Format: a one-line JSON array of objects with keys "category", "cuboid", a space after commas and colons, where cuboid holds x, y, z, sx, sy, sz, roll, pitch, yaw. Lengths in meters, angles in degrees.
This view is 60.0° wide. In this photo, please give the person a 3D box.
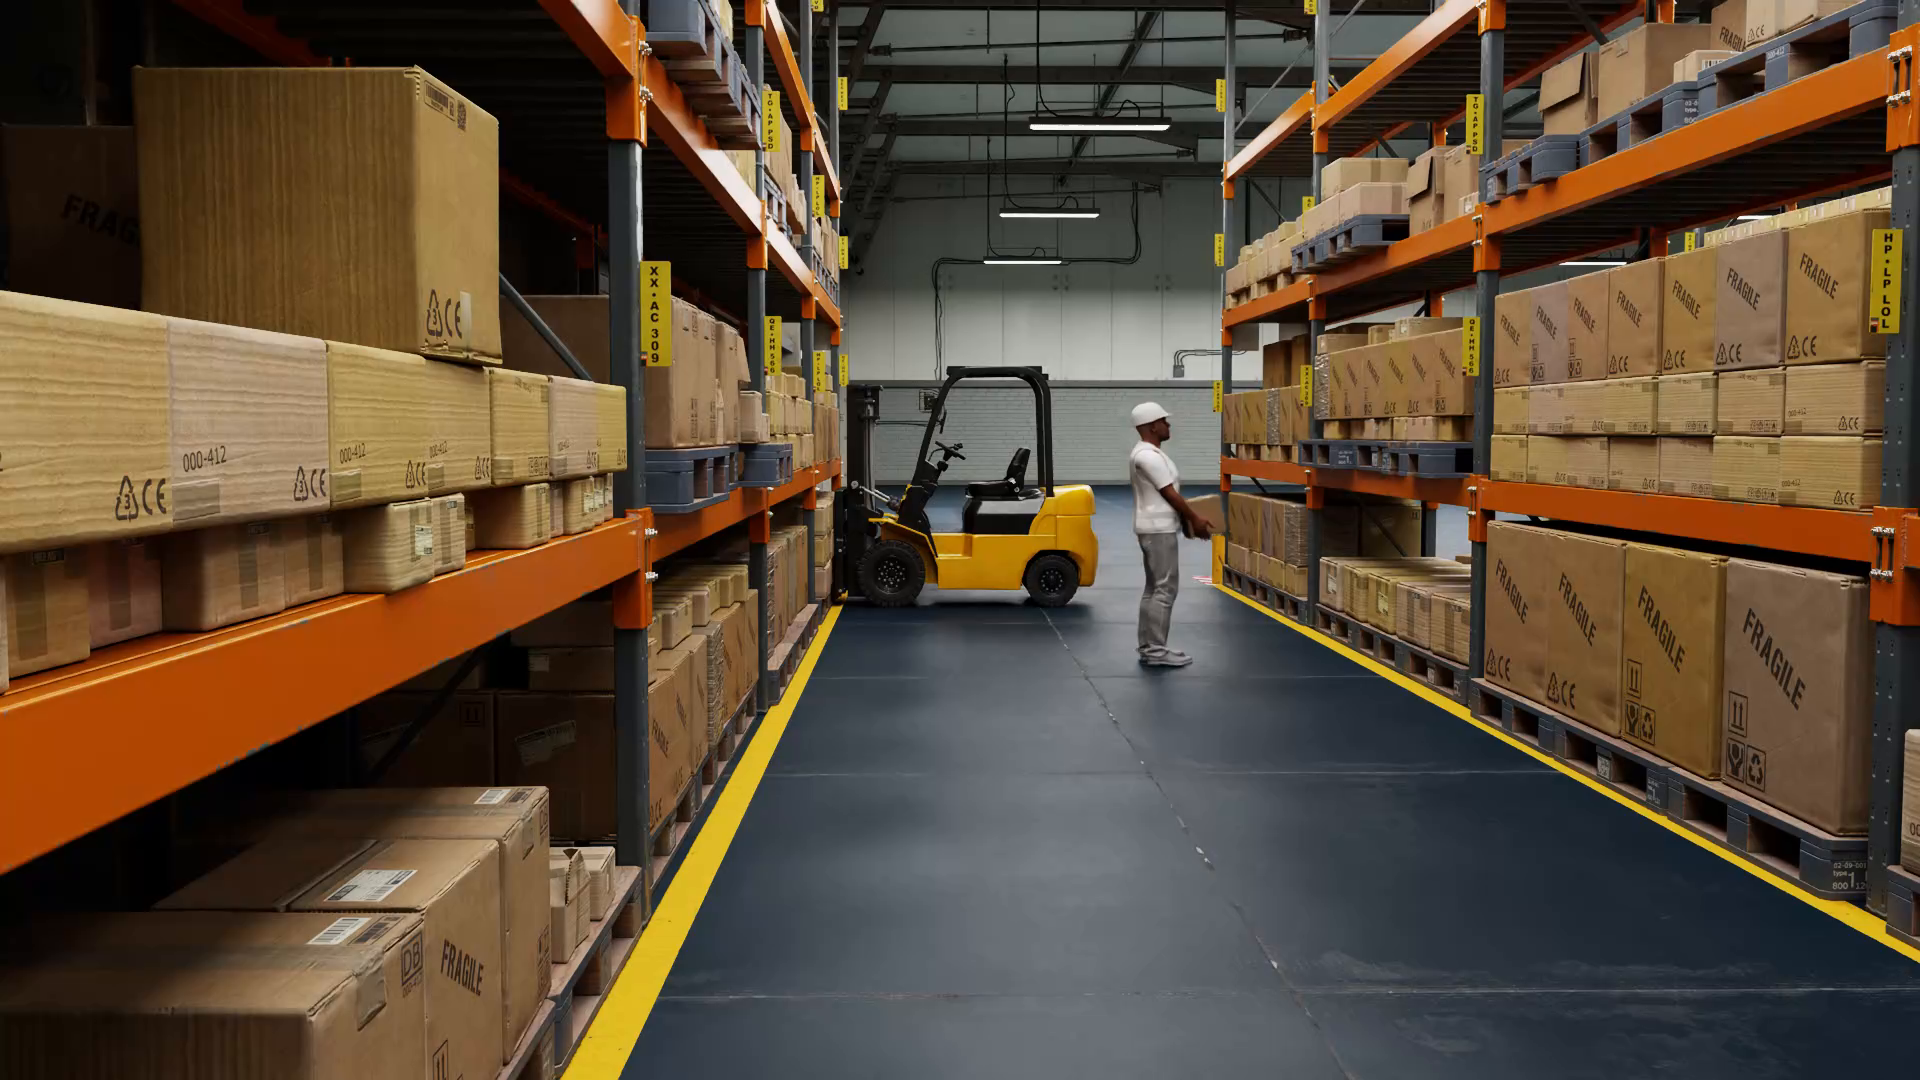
[{"category": "person", "cuboid": [1.429, -0.046, 11.239, 0.571, 1.770, 0.516, 0, 4, 4]}]
